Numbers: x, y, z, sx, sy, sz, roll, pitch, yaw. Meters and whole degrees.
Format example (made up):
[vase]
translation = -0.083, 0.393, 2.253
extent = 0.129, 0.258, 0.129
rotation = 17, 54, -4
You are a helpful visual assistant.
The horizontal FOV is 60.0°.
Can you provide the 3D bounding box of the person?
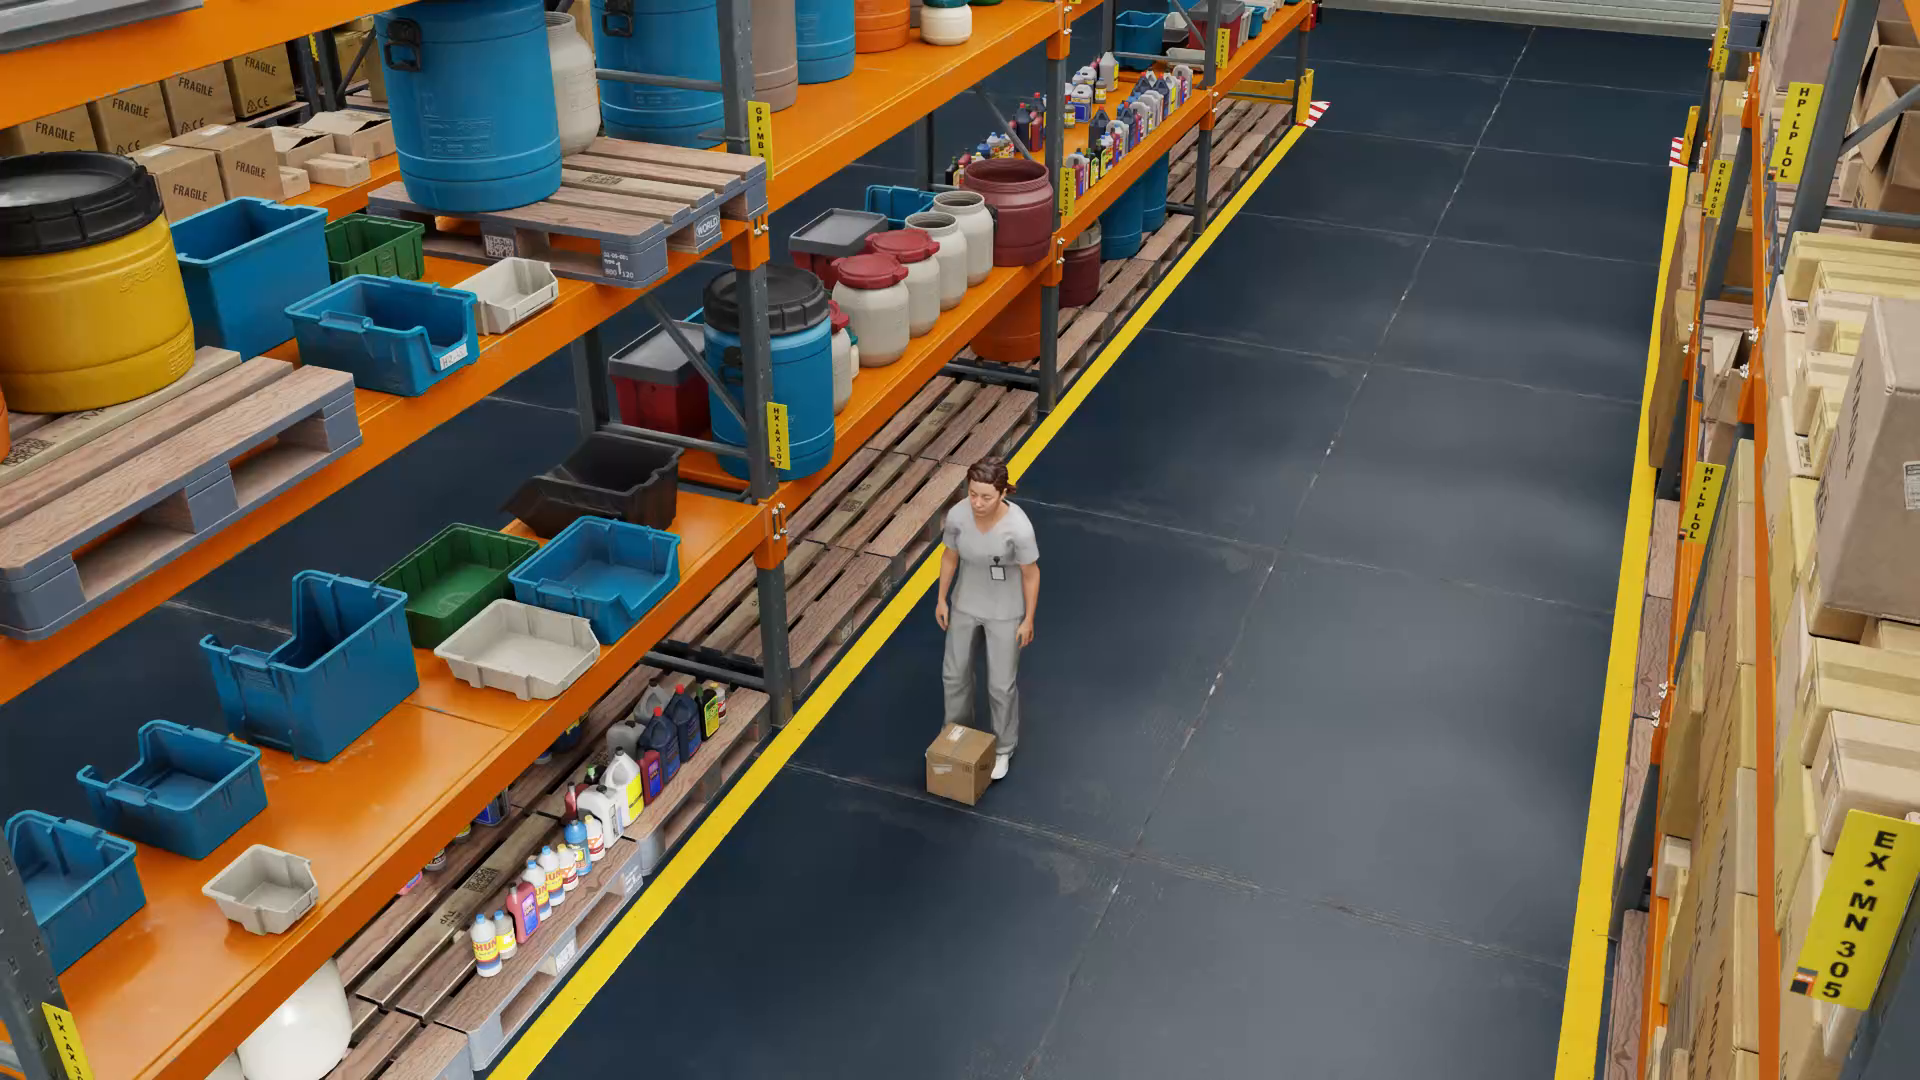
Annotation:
[person]
translation = 0.114, 0.344, 7.795
extent = 0.514, 1.669, 0.360
rotation = 12, 32, 21
